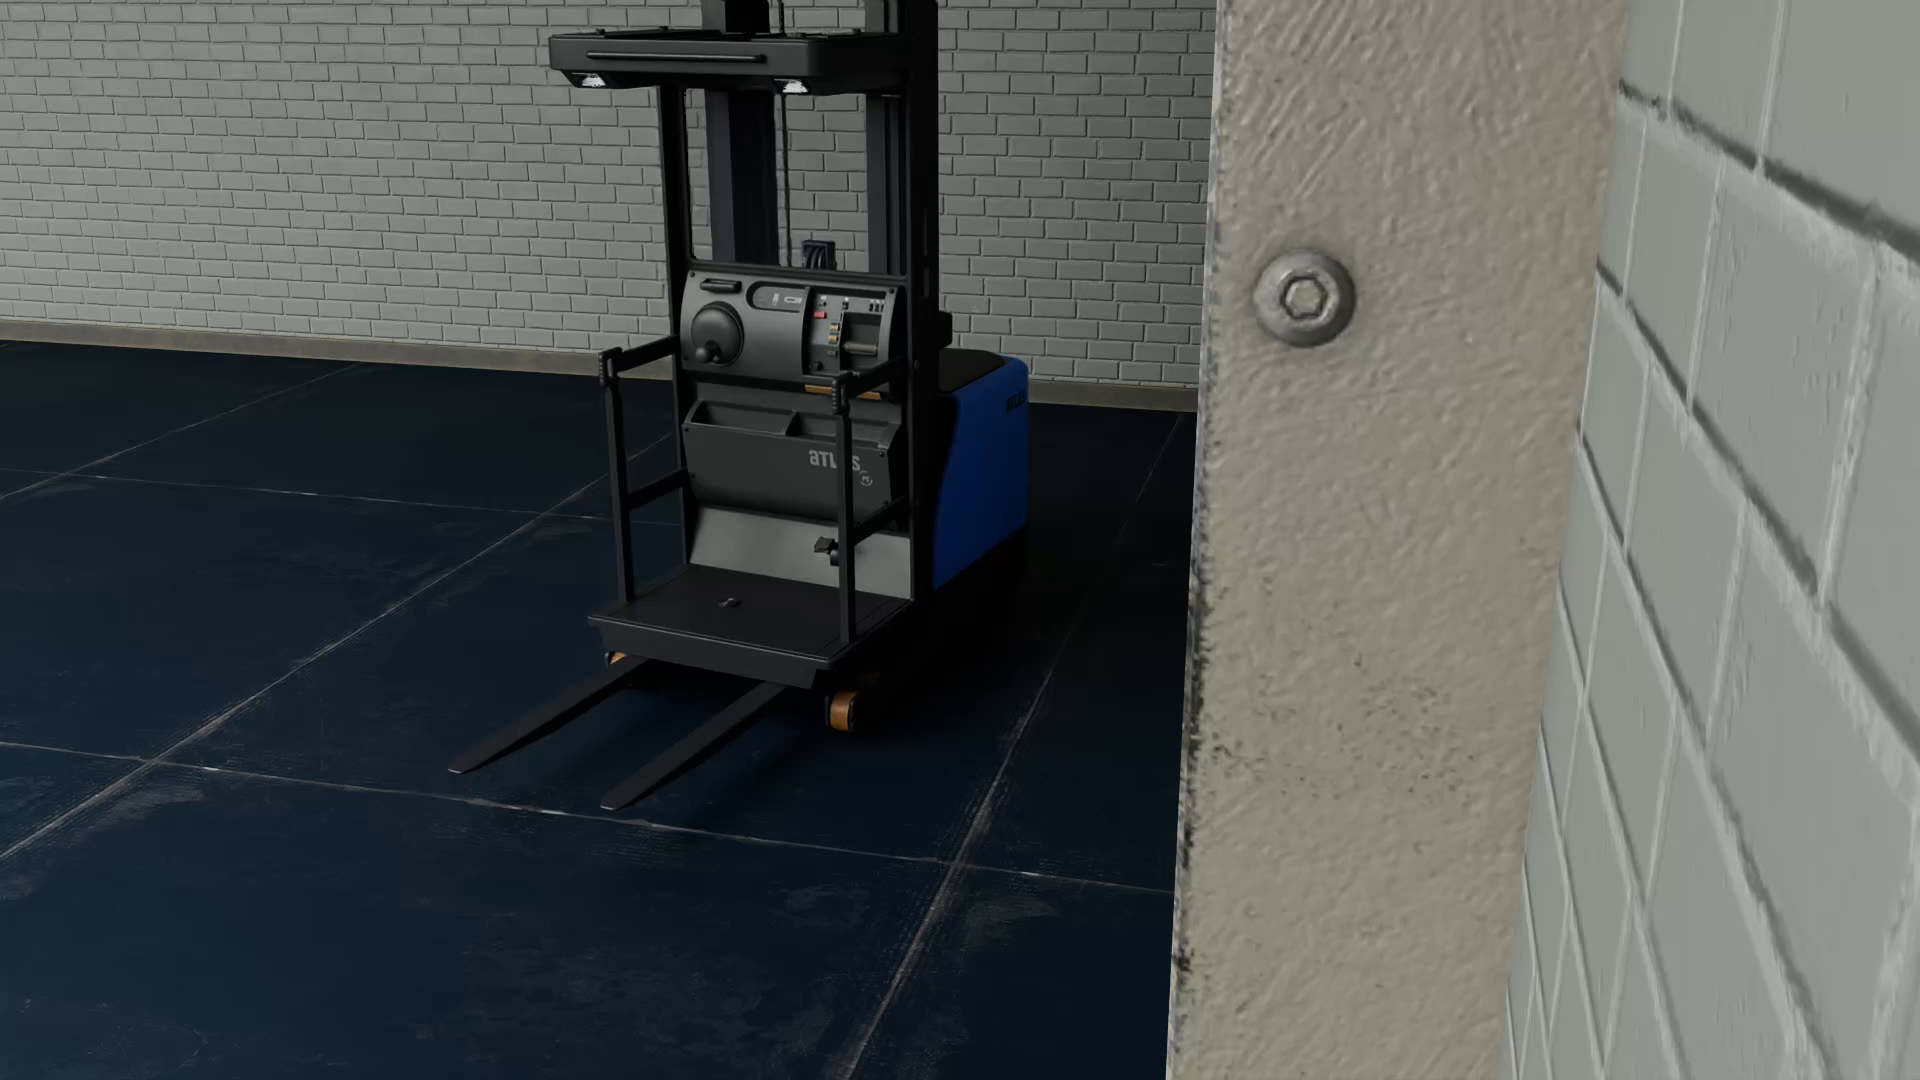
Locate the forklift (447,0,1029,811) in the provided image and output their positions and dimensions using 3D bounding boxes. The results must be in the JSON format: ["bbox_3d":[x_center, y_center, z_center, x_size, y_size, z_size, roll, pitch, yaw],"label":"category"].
[{"bbox_3d":[-0.753,-0.821,6.233,1.130,2.935,3.031,8,21,23],"label":"forklift"}]
